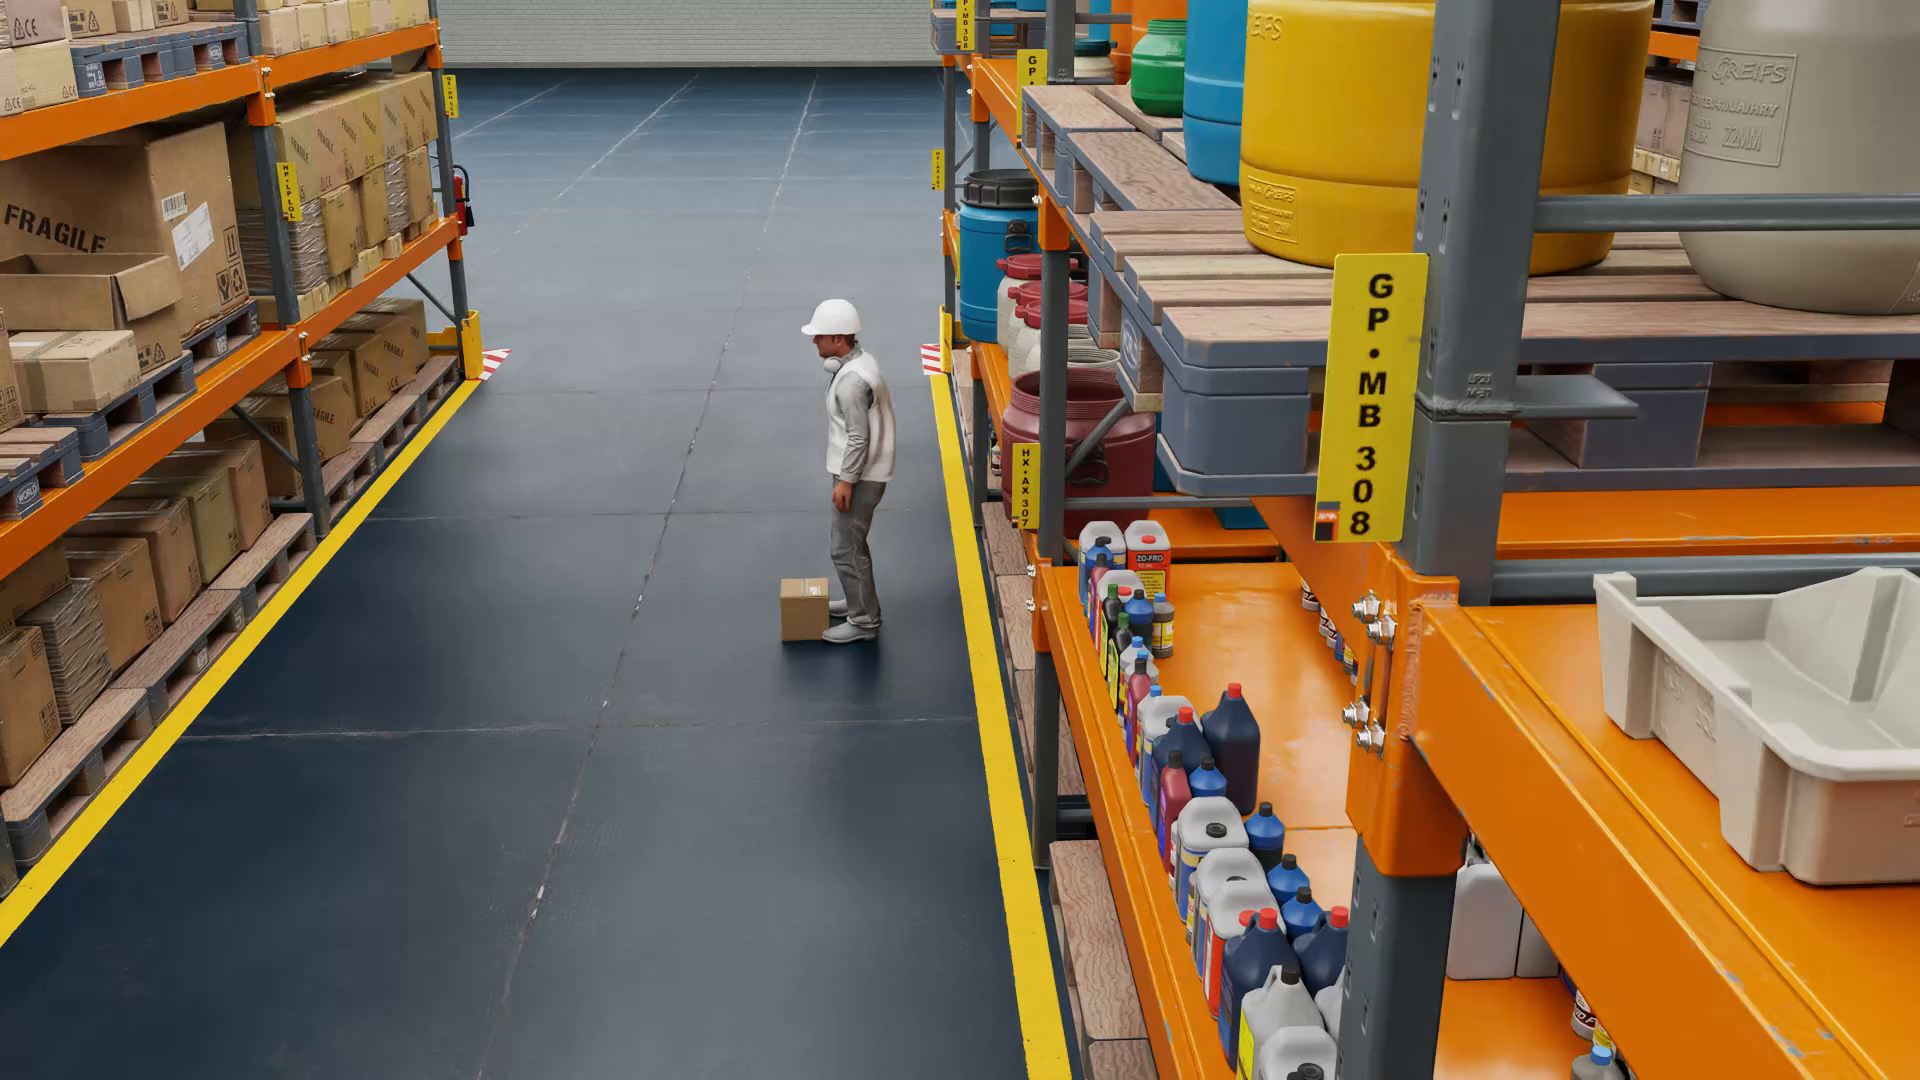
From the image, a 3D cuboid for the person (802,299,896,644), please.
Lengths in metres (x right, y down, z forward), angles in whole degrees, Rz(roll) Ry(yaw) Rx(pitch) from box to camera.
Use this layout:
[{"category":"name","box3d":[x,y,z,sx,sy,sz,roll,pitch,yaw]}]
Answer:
[{"category":"person","box3d":[-0.555,-0.359,8.510,0.461,1.771,0.580,-1,20,-3]}]
